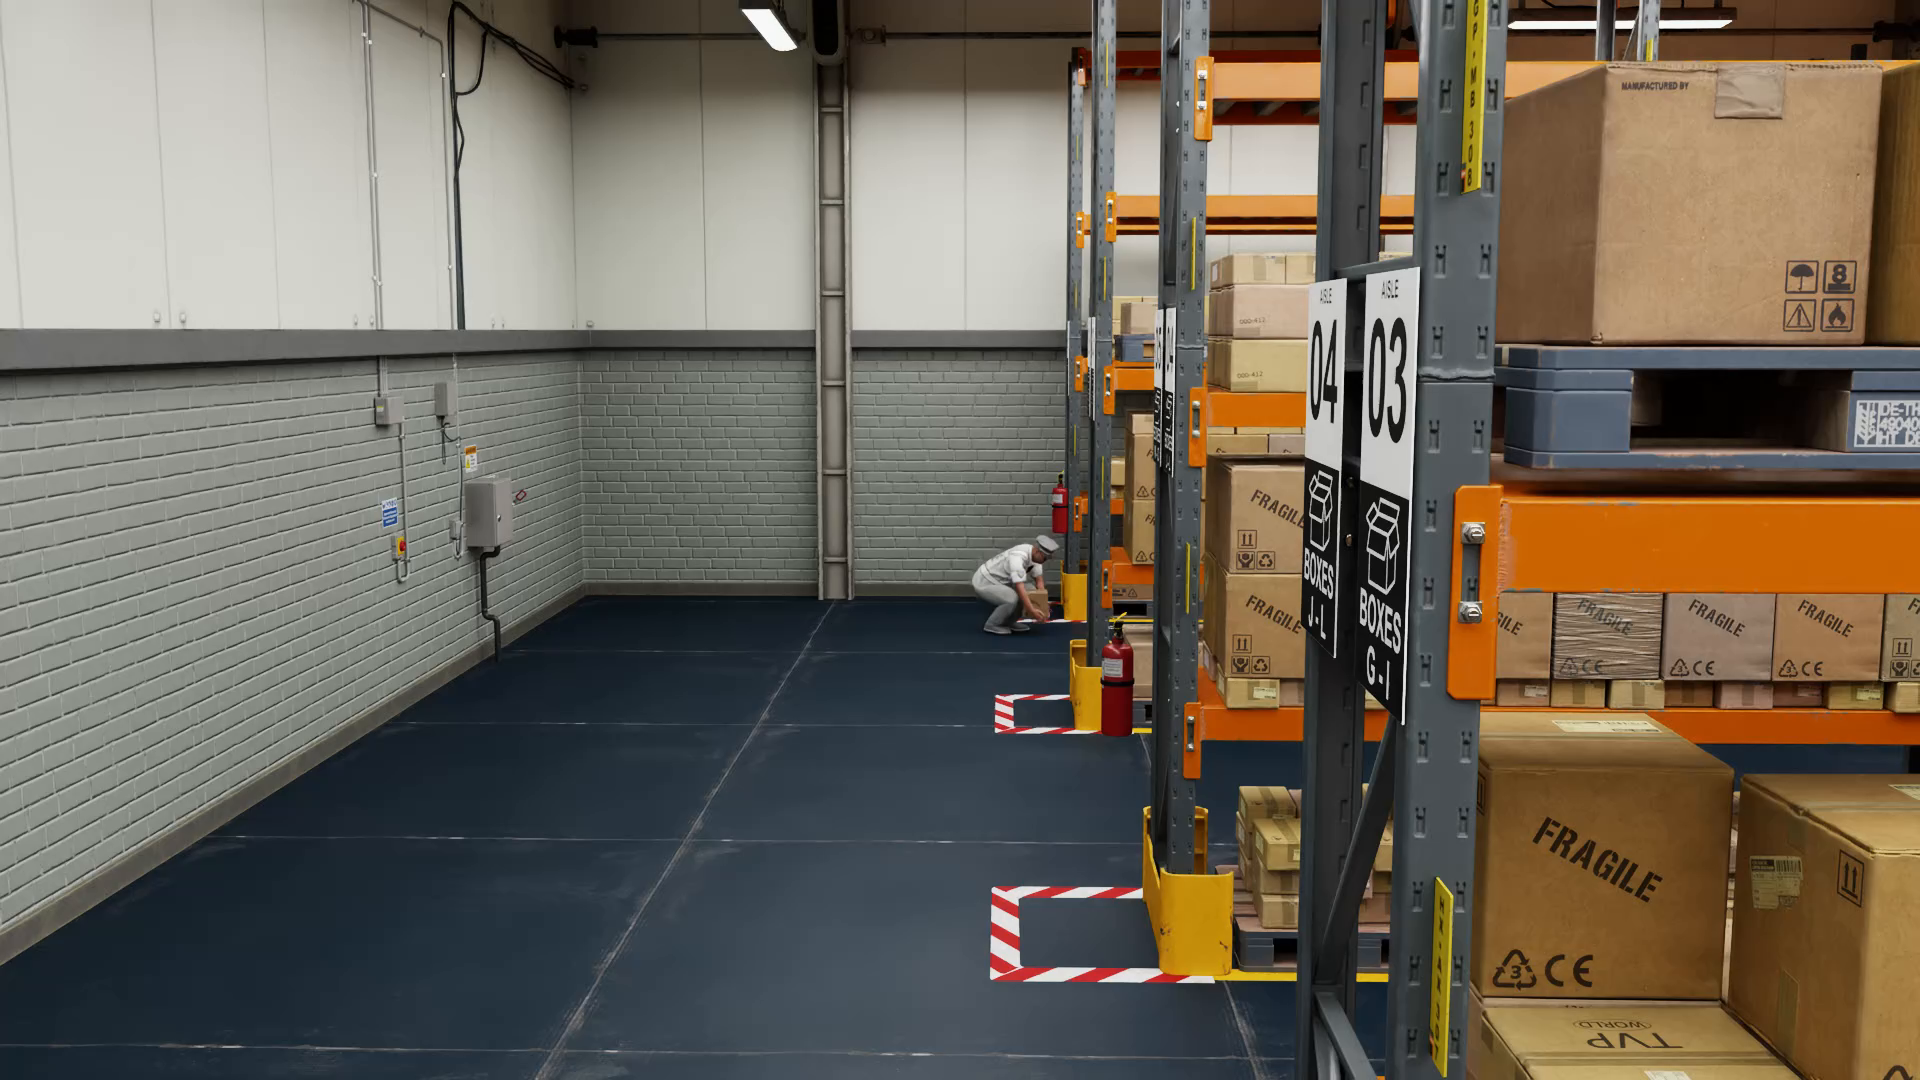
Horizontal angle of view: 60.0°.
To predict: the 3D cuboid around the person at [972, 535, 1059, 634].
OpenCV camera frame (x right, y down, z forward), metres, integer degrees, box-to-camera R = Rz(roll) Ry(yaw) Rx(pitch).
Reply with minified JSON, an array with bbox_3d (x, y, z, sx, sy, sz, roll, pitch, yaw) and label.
[{"bbox_3d":[0.583,0.467,17.122,0.905,0.987,0.576,5,9,34],"label":"person"}]
